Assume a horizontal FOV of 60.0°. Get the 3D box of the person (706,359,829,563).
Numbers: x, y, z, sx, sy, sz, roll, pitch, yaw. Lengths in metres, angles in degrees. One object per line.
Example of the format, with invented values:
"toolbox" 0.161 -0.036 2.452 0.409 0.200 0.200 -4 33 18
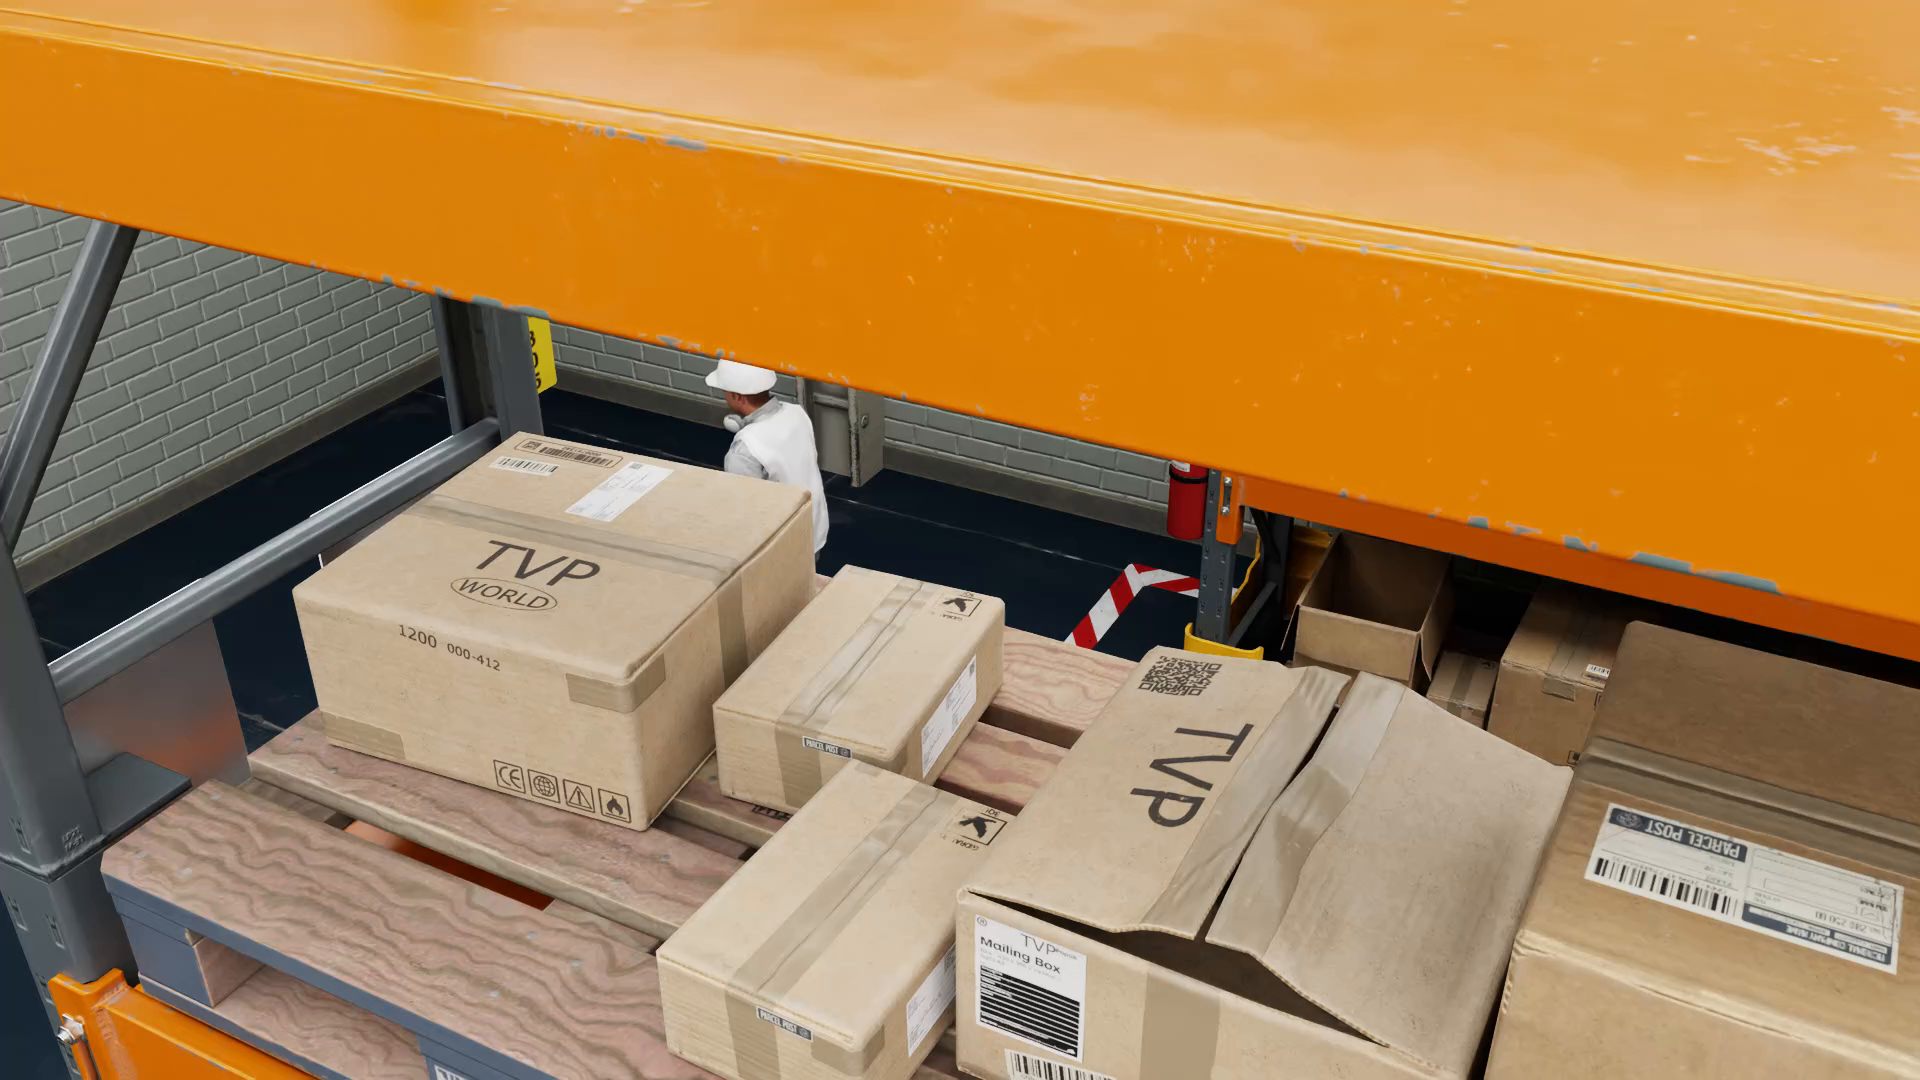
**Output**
"person" -0.804 0.002 7.099 0.465 1.771 0.582 14 33 23
